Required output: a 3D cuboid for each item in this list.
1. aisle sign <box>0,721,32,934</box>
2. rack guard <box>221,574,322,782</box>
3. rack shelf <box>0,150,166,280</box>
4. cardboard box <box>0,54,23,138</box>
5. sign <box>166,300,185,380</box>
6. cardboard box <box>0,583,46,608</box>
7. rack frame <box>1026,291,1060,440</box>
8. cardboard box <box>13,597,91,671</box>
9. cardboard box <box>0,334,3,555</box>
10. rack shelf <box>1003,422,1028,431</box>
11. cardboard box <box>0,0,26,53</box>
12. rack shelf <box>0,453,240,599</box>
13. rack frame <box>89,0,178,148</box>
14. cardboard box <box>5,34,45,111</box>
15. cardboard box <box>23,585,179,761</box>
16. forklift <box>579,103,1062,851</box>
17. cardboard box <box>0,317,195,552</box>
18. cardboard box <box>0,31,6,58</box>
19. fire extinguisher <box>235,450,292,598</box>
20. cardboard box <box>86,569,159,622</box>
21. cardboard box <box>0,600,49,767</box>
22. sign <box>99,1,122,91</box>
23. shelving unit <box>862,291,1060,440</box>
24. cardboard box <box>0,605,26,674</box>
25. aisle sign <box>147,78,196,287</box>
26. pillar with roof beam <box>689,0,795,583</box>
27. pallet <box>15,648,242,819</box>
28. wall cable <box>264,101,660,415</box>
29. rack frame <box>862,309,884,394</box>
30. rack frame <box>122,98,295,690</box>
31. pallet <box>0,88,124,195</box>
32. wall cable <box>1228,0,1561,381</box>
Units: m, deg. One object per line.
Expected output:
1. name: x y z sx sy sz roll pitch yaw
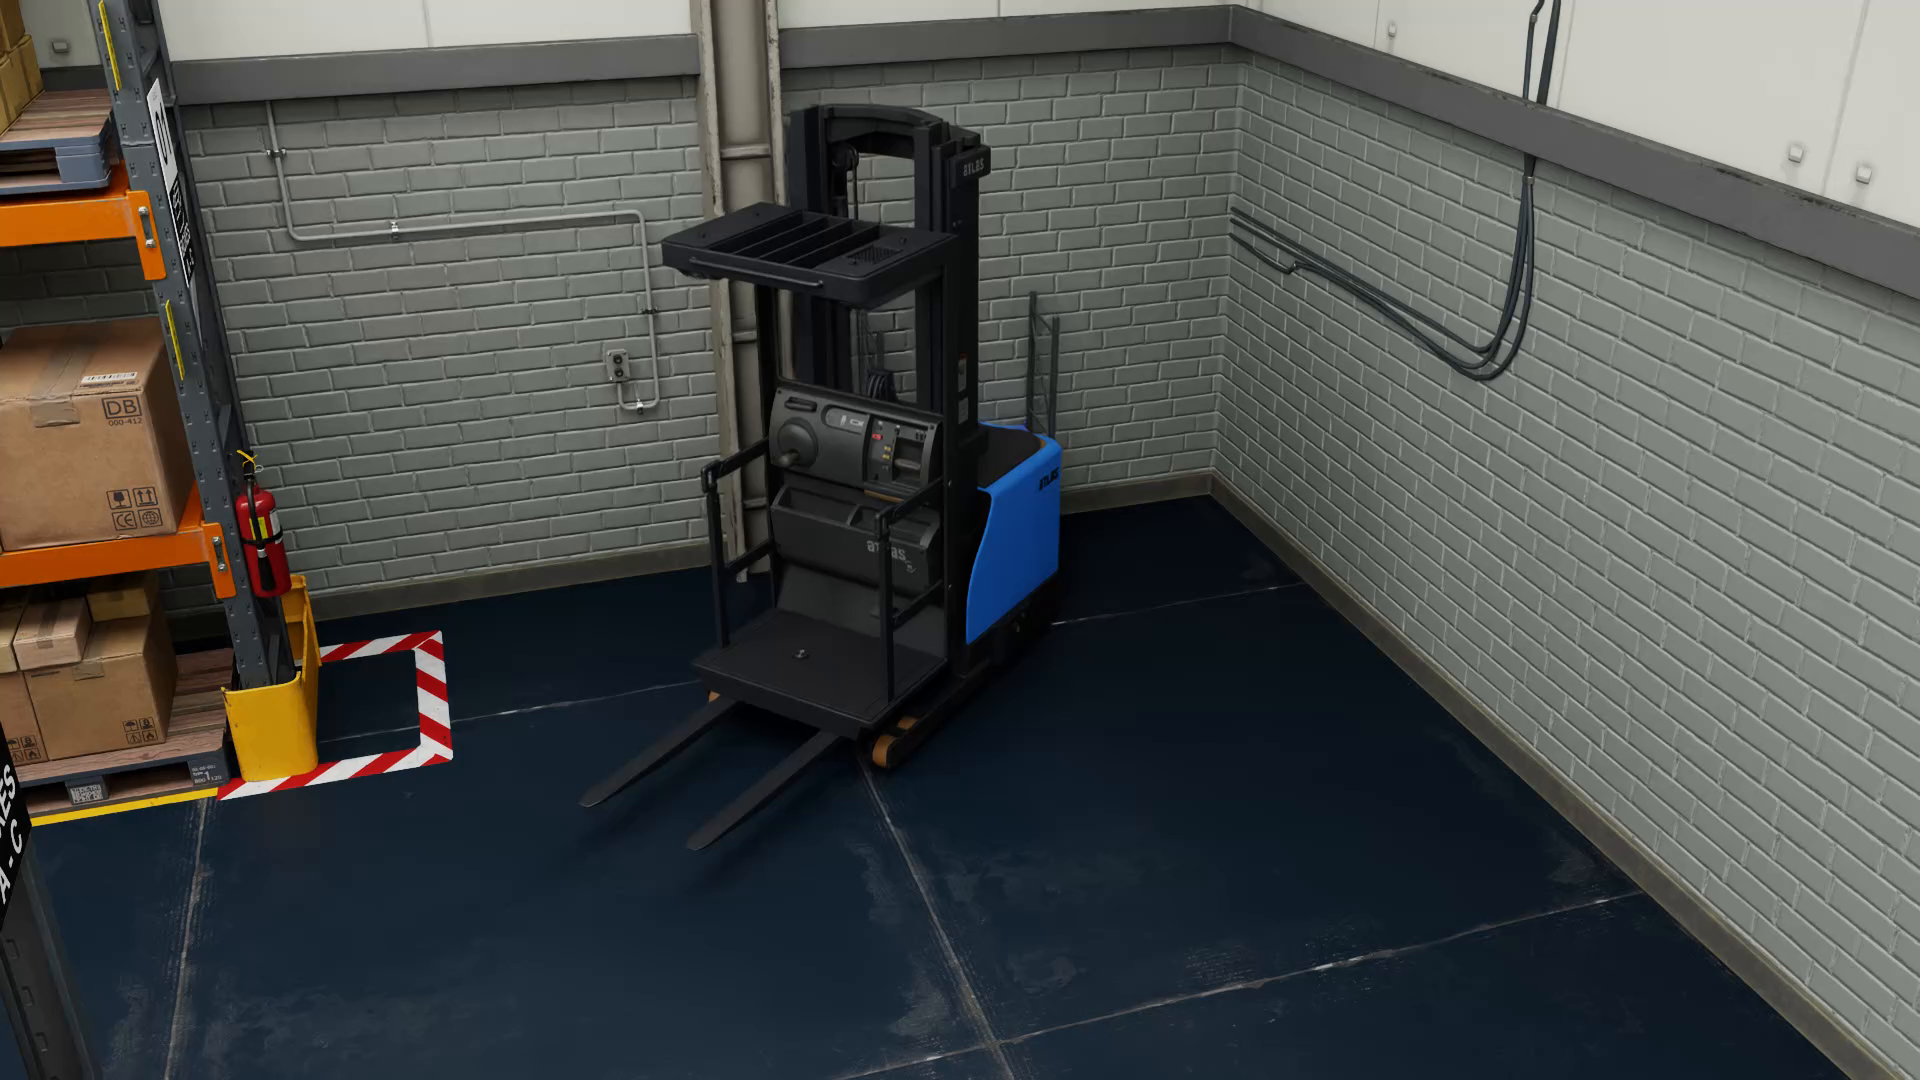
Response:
1. aisle sign: -1.947 0.348 3.252 0.004 0.787 0.394 -8 28 -16
2. rack guard: -3.436 0.668 8.342 0.348 0.500 1.175 -8 28 -16
3. rack shelf: -5.360 -1.194 6.717 4.000 0.370 1.077 -8 28 -16
4. cardboard box: -4.073 -1.744 6.601 0.500 0.250 0.500 -7 27 -15
5. sign: -3.304 -0.841 7.003 0.005 0.325 0.100 -8 28 -16
6. cardboard box: -4.518 0.300 7.882 0.250 0.149 0.380 -8 28 -16
7. rack frame: 0.481 -0.694 9.957 0.032 1.500 0.500 -6 28 -13
8. cardboard box: -4.159 0.426 7.627 0.250 0.149 0.380 -9 28 -17
9. cardboard box: -4.629 -0.403 7.351 0.700 0.700 0.980 -8 28 -17
10. rack shelf: -0.013 -0.481 9.924 1.000 0.185 0.538 -6 28 -13
11. cardboard box: -4.228 -2.295 6.866 0.500 0.500 0.500 -9 28 -18
12. rack shelf: -5.360 0.150 7.384 4.000 0.370 1.077 -8 28 -16
13. rack frame: -3.459 -3.135 6.445 0.127 3.000 1.000 -8 28 -16
14. cardboard box: -4.229 -1.960 7.036 0.500 0.250 0.500 -7 27 -13
15. cardboard box: -4.093 0.622 7.962 0.500 0.500 0.700 -8 28 -16
16. forklift: -0.629 -0.443 7.845 1.130 2.935 3.031 15 30 27
17. cardboard box: -3.941 -0.508 7.562 0.700 0.700 0.980 -7 27 -14
18. cardboard box: -4.070 -2.077 6.428 0.500 0.500 0.500 -8 28 -16
19. fire extinguisher: -3.172 -0.072 7.528 0.183 0.674 0.296 -8 28 -16
20. cardboard box: -4.036 0.230 8.023 0.250 0.149 0.380 -8 28 -16
21. cardboard box: -4.569 0.691 7.823 0.500 0.500 0.700 -8 28 -16
22. sign: -3.304 -1.921 6.467 0.005 0.325 0.100 -8 28 -16
23. shelving unit: -0.011 -0.641 9.842 1.048 1.500 0.538 -6 28 -13
24. cardboard box: -4.402 0.462 7.556 0.250 0.149 0.380 -7 27 -15
25. aisle sign: -3.297 -1.495 6.965 0.004 0.787 0.394 -8 28 -16
26. pillar with roof beam: 0.174 -2.052 4.264 0.400 9.000 9.100 -8 28 -16
27. pallet: -4.195 0.944 8.111 1.213 0.211 1.003 -8 28 -16
28. wall cable: -2.534 -1.479 8.714 1.851 1.984 0.084 -8 28 -16
29. rack frame: -0.503 -0.588 9.727 0.032 1.500 0.500 -6 28 -13
30. rack frame: -3.459 -0.448 7.779 0.127 3.000 1.000 -8 28 -16
31. pallet: -4.161 -1.645 6.917 1.213 0.211 1.003 -8 28 -16
32. wall cable: 2.030 -2.372 8.400 0.112 2.526 3.097 -8 28 -16
